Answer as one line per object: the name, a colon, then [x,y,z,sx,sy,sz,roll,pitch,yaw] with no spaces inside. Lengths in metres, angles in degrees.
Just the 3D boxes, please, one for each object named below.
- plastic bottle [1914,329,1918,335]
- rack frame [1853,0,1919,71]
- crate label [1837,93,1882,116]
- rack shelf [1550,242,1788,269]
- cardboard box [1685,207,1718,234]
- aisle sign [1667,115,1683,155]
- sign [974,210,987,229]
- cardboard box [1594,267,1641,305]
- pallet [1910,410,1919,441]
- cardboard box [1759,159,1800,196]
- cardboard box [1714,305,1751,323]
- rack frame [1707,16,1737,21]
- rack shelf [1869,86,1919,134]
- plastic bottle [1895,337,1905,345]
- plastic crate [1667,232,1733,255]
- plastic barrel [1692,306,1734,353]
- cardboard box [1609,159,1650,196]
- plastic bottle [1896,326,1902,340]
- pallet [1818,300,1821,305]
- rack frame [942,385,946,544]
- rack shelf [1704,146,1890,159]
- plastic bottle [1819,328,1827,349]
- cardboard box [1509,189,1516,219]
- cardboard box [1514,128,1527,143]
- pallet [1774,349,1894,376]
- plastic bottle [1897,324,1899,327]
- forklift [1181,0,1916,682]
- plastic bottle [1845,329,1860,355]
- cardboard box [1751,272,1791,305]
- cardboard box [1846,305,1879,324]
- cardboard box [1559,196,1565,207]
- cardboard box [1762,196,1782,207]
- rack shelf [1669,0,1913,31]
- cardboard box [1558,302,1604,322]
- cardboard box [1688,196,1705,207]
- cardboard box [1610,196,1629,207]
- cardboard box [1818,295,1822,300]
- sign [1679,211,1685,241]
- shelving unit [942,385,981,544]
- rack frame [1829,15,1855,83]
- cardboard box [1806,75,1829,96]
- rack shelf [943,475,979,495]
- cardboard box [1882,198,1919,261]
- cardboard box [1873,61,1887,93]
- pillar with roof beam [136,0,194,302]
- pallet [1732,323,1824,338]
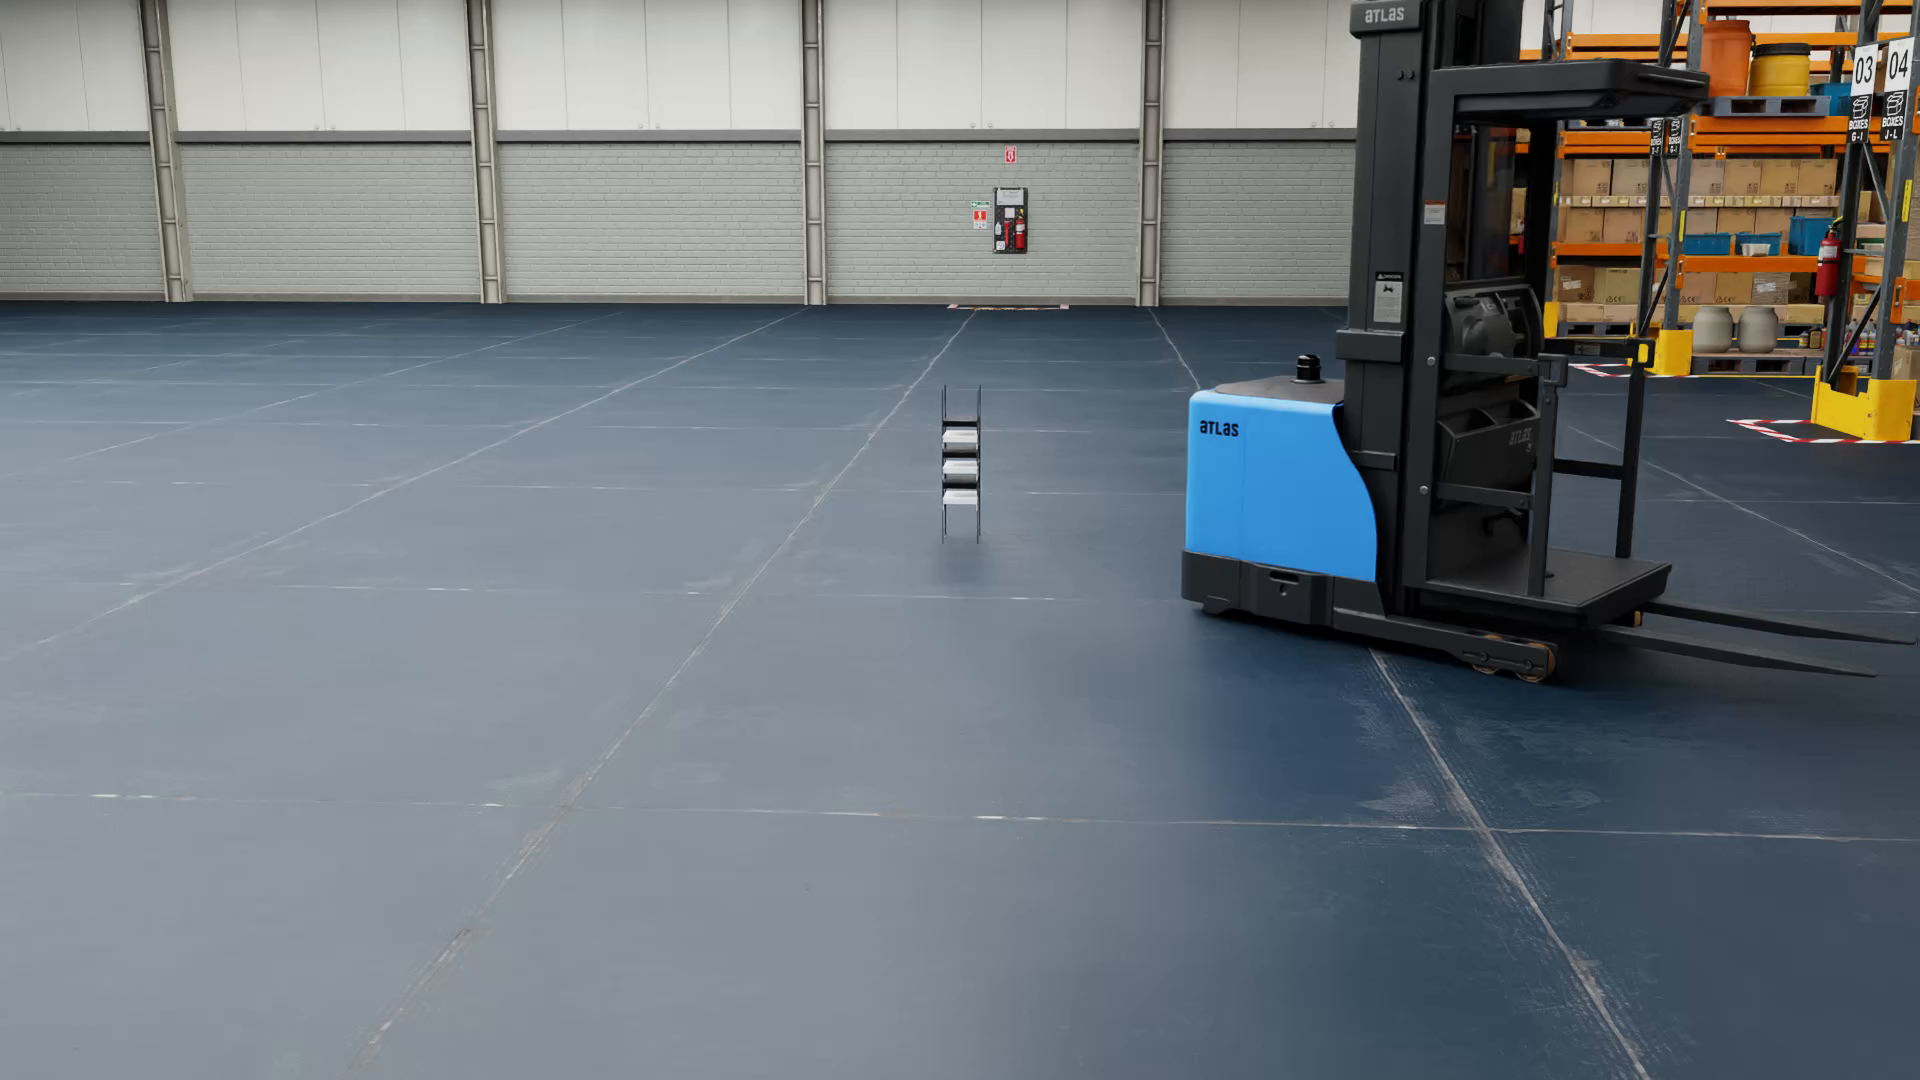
plastic bottle: [10.734,-2.222,18.622,0.133,0.283,0.061,1,12,4]
rack frame: [7.606,-5.337,13.303,0.127,3.000,1.000,1,12,4]
crate label: [9.783,-4.715,18.018,0.408,0.251,0.502,1,12,4]
rack shelf: [10.268,-4.045,23.535,4.000,0.370,1.077,1,12,4]
cardboard box: [10.282,-4.443,23.440,0.500,0.500,0.700,1,12,5]
aisle sign: [7.846,-4.626,18.207,0.004,0.787,0.394,1,12,4]
sign: [0.361,-5.773,29.954,0.234,0.329,0.001,1,12,4]
cardboard box: [9.291,-3.592,23.471,0.500,0.500,0.500,1,12,4]
pallet: [8.490,-1.016,14.110,1.213,0.211,1.003,1,12,4]
cardboard box: [11.316,-5.065,23.242,0.500,0.500,0.700,1,12,4]
cardboard box: [10.788,-3.204,23.446,0.500,0.250,0.500,1,12,4]
rack frame: [12.590,-8.318,27.554,0.127,3.000,1.000,1,12,4]
rack shelf: [9.602,-3.489,13.553,4.000,0.370,1.077,1,12,4]
plastic bottle: [10.471,-2.159,18.524,0.097,0.201,0.097,0,12,0]
plastic crate: [8.457,-3.394,19.029,0.616,0.251,0.499,1,12,4]
plastic barrel: [8.599,-2.407,18.998,0.421,0.512,0.421,0,12,0]
cardboard box: [9.315,-5.092,23.373,0.500,0.500,0.700,0,12,2]
plastic bottle: [10.813,-2.330,19.171,0.097,0.271,0.097,0,12,0]
pallet: [14.588,-3.990,28.327,1.213,0.211,1.003,1,12,4]
rack frame: [-0.093,-0.442,9.682,0.006,0.900,0.240,1,12,4]
rack shelf: [14.586,-6.470,27.804,4.000,0.370,1.077,1,12,4]
plastic bottle: [10.049,-2.350,19.253,0.135,0.276,0.152,1,12,4]
cardboard box: [9.056,-5.672,28.042,0.500,0.500,0.500,1,12,4]
cardboard box: [9.450,-6.893,27.775,0.500,0.500,0.500,2,12,8]
pallet: [10.040,-2.027,18.940,1.213,0.211,1.003,1,12,4]
plastic bottle: [10.800,-2.353,19.248,0.133,0.283,0.061,1,12,6]
forklift: [2.515,-0.962,7.209,3.031,2.935,1.130,10,16,40]
plastic bottle: [9.950,-2.203,18.532,0.133,0.283,0.061,1,12,5]
cardboard box: [11.288,-3.567,23.353,0.500,0.500,0.500,1,12,4]
cardboard box: [12.649,-3.173,23.301,0.500,0.250,0.500,1,12,2]
cardboard box: [8.666,-4.824,23.676,0.250,0.149,0.380,1,12,3]
cardboard box: [11.207,-4.706,23.111,0.250,0.149,0.380,1,12,4]
rack shelf: [9.933,-5.773,18.124,4.000,0.370,1.077,1,12,4]
cardboard box: [8.792,-3.231,23.578,0.500,0.250,0.500,1,12,4]
cardboard box: [10.183,-4.720,23.178,0.250,0.149,0.380,1,12,4]
cardboard box: [9.162,-4.734,23.247,0.250,0.149,0.380,1,12,4]
cardboard box: [14.351,-4.355,28.290,0.500,0.500,0.700,1,12,4]
sign: [7.896,-3.435,18.189,0.005,0.325,0.100,1,12,4]
shelving unit: [0.008,-0.440,9.675,0.210,0.900,0.258,1,12,4]
rack frame: [12.263,-7.306,22.716,0.127,3.000,1.000,1,12,4]
cardboard box: [11.778,-6.221,23.246,0.500,0.500,0.500,2,12,8]
rack shelf: [0.008,-0.320,9.701,0.200,0.077,0.258,1,12,4]
cardboard box: [8.153,-2.582,13.814,0.500,0.500,0.875,1,12,4]
cardboard box: [12.876,-6.320,22.840,0.500,0.500,0.500,1,12,4]
pillar with roof beam: [-14.879,-7.989,25.980,0.400,9.000,9.100,1,12,4]
pallet: [11.472,-3.024,23.709,1.213,0.211,1.003,1,12,4]
